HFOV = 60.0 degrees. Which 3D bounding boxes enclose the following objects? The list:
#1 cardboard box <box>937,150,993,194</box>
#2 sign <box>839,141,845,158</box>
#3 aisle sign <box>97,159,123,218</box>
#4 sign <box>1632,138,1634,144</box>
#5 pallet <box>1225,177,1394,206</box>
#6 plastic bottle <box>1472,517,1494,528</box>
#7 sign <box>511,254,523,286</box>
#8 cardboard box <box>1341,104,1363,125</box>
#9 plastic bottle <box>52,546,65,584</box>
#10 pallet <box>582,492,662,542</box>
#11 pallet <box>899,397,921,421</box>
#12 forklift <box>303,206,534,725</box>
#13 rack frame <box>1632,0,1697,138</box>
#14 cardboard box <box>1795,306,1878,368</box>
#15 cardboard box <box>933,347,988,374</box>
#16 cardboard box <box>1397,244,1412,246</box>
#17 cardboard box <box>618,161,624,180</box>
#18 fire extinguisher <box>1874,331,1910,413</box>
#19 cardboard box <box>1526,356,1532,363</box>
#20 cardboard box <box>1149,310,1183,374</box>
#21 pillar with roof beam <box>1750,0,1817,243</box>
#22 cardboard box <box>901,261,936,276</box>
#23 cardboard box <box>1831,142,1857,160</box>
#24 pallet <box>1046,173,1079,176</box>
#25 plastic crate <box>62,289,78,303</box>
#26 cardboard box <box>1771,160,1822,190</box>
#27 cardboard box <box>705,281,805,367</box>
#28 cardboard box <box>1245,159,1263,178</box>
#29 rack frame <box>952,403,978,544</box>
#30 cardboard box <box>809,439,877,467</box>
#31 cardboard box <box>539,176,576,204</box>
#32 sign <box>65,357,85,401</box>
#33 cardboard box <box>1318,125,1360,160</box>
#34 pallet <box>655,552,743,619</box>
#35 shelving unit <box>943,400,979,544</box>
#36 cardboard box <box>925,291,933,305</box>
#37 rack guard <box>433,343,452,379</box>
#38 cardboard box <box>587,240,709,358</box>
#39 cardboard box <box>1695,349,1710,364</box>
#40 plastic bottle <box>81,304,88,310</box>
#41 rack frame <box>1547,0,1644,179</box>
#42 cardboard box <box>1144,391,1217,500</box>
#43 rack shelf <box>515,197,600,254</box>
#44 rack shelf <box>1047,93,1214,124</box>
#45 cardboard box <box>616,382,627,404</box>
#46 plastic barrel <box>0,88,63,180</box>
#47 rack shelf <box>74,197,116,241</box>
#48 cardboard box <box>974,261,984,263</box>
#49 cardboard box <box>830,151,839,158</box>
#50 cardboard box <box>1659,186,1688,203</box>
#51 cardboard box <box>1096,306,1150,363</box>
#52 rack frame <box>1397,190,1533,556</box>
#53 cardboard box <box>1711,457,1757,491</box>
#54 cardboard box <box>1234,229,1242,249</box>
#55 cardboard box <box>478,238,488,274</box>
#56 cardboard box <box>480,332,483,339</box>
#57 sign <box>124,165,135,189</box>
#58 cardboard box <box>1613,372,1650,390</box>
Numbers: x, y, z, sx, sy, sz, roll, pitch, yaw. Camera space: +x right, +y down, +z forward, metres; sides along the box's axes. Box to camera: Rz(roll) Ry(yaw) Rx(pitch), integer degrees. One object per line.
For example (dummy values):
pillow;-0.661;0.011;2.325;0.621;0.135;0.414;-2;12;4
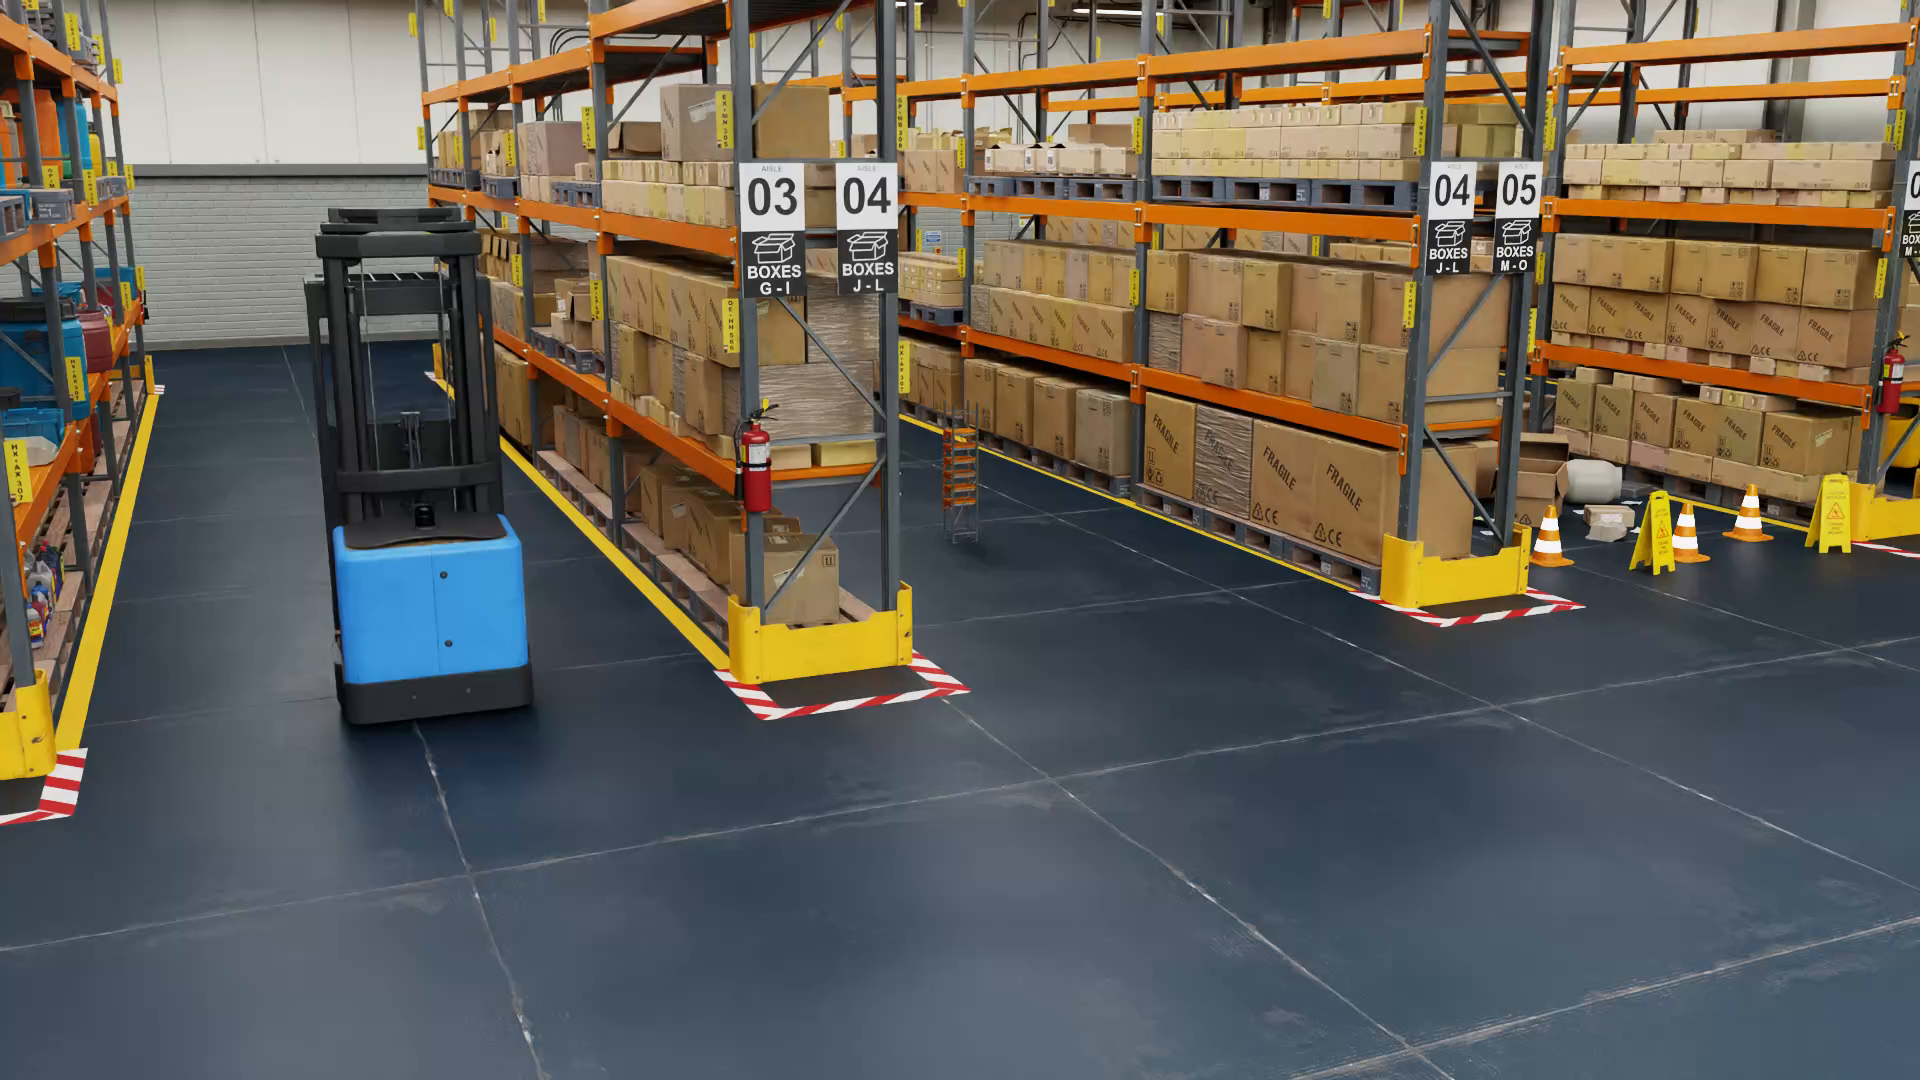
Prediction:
cardboard box;0.054;-4.306;19.447;0.500;0.500;0.500;-6;14;-23
sign;-1.581;-5.190;22.342;0.100;0.325;0.005;-6;14;-23
aisle sign;-11.573;-4.787;22.634;0.394;0.787;0.004;-6;14;-23
sign;7.107;-4.106;17.659;0.100;0.325;0.005;-6;14;-23
pallet;2.921;-2.871;13.665;1.003;0.211;1.213;-6;14;-23
plastic bottle;4.691;-0.163;14.940;0.133;0.061;0.283;-12;18;-42
sign;-4.577;-2.787;17.190;0.100;0.325;0.005;-6;14;-23
cardboard box;3.073;-3.172;12.407;0.380;0.149;0.250;-5;14;-22
plastic bottle;-6.510;0.179;11.993;0.061;0.283;0.133;-5;14;-20
pallet;-2.780;-0.249;14.979;1.003;0.211;1.213;-6;14;-23
pallet;-0.281;-1.755;21.486;1.003;0.211;1.213;-6;14;-23
forklift;-3.554;-0.657;10.707;1.130;2.935;3.031;-5;14;-21
rack frame;9.557;-6.540;22.672;1.000;3.000;0.127;-6;14;-23
cardboard box;7.745;-1.797;14.599;0.500;0.500;0.500;-6;14;-24
cardboard box;0.001;-2.170;20.044;0.500;0.250;0.500;-6;14;-24
cardboard box;5.665;-3.392;20.561;0.500;0.500;0.500;-6;14;-24
cardboard box;-2.450;-2.886;12.982;0.380;0.149;0.250;-6;14;-26
fire extinguisher;7.839;-1.413;13.993;0.296;0.674;0.183;-6;14;-23
cardboard box;8.788;-2.885;24.793;0.500;0.500;0.500;-5;14;-21
cardboard box;2.277;-1.872;15.474;0.875;0.550;0.550;-6;14;-23
pillar with roof beam;6.961;-5.964;20.180;9.100;9.000;0.400;-6;14;-23
cardboard box;-0.506;-3.344;20.472;0.380;0.149;0.250;-6;14;-23
cardboard box;7.741;-3.343;14.299;0.380;0.149;0.250;-5;14;-22
pallet;2.113;-6.087;27.563;1.003;0.211;1.213;-6;14;-23
plastic crate;-11.488;-3.074;21.237;0.416;0.233;0.300;-6;14;-23
cardboard box;7.575;-3.236;14.718;0.500;0.250;0.500;-6;14;-24
cardboard box;-1.312;-1.393;10.636;0.500;0.500;0.500;-6;14;-23
cardboard box;2.562;-3.046;13.631;0.380;0.149;0.250;-5;14;-22
rack frame;0.042;-0.563;14.140;0.240;1.200;0.006;-6;14;-23
cardboard box;-0.761;-0.579;10.775;0.380;0.149;0.250;-6;14;-23
cardboard box;-3.694;-3.330;15.787;0.500;0.250;0.500;-5;14;-22
sign;-6.497;-1.182;12.211;0.100;0.325;0.005;-6;14;-23
cardboard box;3.069;-3.014;12.606;0.500;0.250;0.500;-6;14;-23
pallet;-1.673;0.299;12.608;1.003;0.211;1.213;-6;14;-23
shelving unit;0.006;-0.582;14.222;0.258;1.200;0.189;-6;14;-23
cardboard box;-0.201;-2.895;19.850;0.380;0.149;0.250;-6;14;-23
rack guard;-7.284;-2.713;24.985;1.175;0.500;0.348;-6;14;-23
cardboard box;-2.657;-2.121;14.619;1.000;1.000;1.000;-6;14;-23
cardboard box;7.275;-1.769;15.917;0.380;0.149;0.250;-6;14;-23
plastic bottle;-9.600;-2.417;18.270;0.144;0.351;0.185;-6;14;-23
rack frame;6.613;-5.265;17.161;1.000;3.000;0.127;-6;14;-23
cardboard box;2.306;-0.907;15.419;0.875;0.875;0.875;-5;14;-22
rack shelf;-3.268;-2.971;15.498;1.077;0.370;4.000;-6;14;-23
rack shelf;2.607;-6.786;26.214;1.077;0.370;4.000;-6;14;-23
cardboard box;-2.568;-1.200;13.461;0.380;0.149;0.250;-6;14;-23
plastic barrel;-8.832;-3.819;15.681;0.600;0.830;0.708;-6;14;-23
rack shelf;-9.409;-3.350;17.136;1.077;0.370;4.000;-6;14;-23
cardboard box;0.198;-3.347;20.484;0.380;0.149;0.250;-6;14;-25
cardboard box;-1.505;-5.231;22.892;0.500;0.250;0.500;-6;14;-26
cardboard box;6.949;-3.320;15.968;0.380;0.149;0.250;-6;14;-24
cardboard box;1.664;-2.007;16.166;0.500;0.500;0.500;-6;14;-23
rack frame;3.720;-1.048;12.245;1.000;3.000;0.127;-6;14;-23
cardboard box;7.445;-0.631;15.611;0.500;0.250;0.500;-6;14;-23
cardboard box;3.962;-4.101;22.999;0.500;0.500;0.500;-6;14;-24
cardboard box;-6.101;-3.608;21.316;0.500;0.500;0.500;-5;14;-21
cardboard box;-5.397;-2.139;20.740;1.225;0.875;0.875;-6;14;-23
sign;-11.315;-4.942;22.652;0.100;0.325;0.005;-6;14;-23
cardboard box;6.805;-1.605;16.717;0.380;0.149;0.250;-5;14;-21
